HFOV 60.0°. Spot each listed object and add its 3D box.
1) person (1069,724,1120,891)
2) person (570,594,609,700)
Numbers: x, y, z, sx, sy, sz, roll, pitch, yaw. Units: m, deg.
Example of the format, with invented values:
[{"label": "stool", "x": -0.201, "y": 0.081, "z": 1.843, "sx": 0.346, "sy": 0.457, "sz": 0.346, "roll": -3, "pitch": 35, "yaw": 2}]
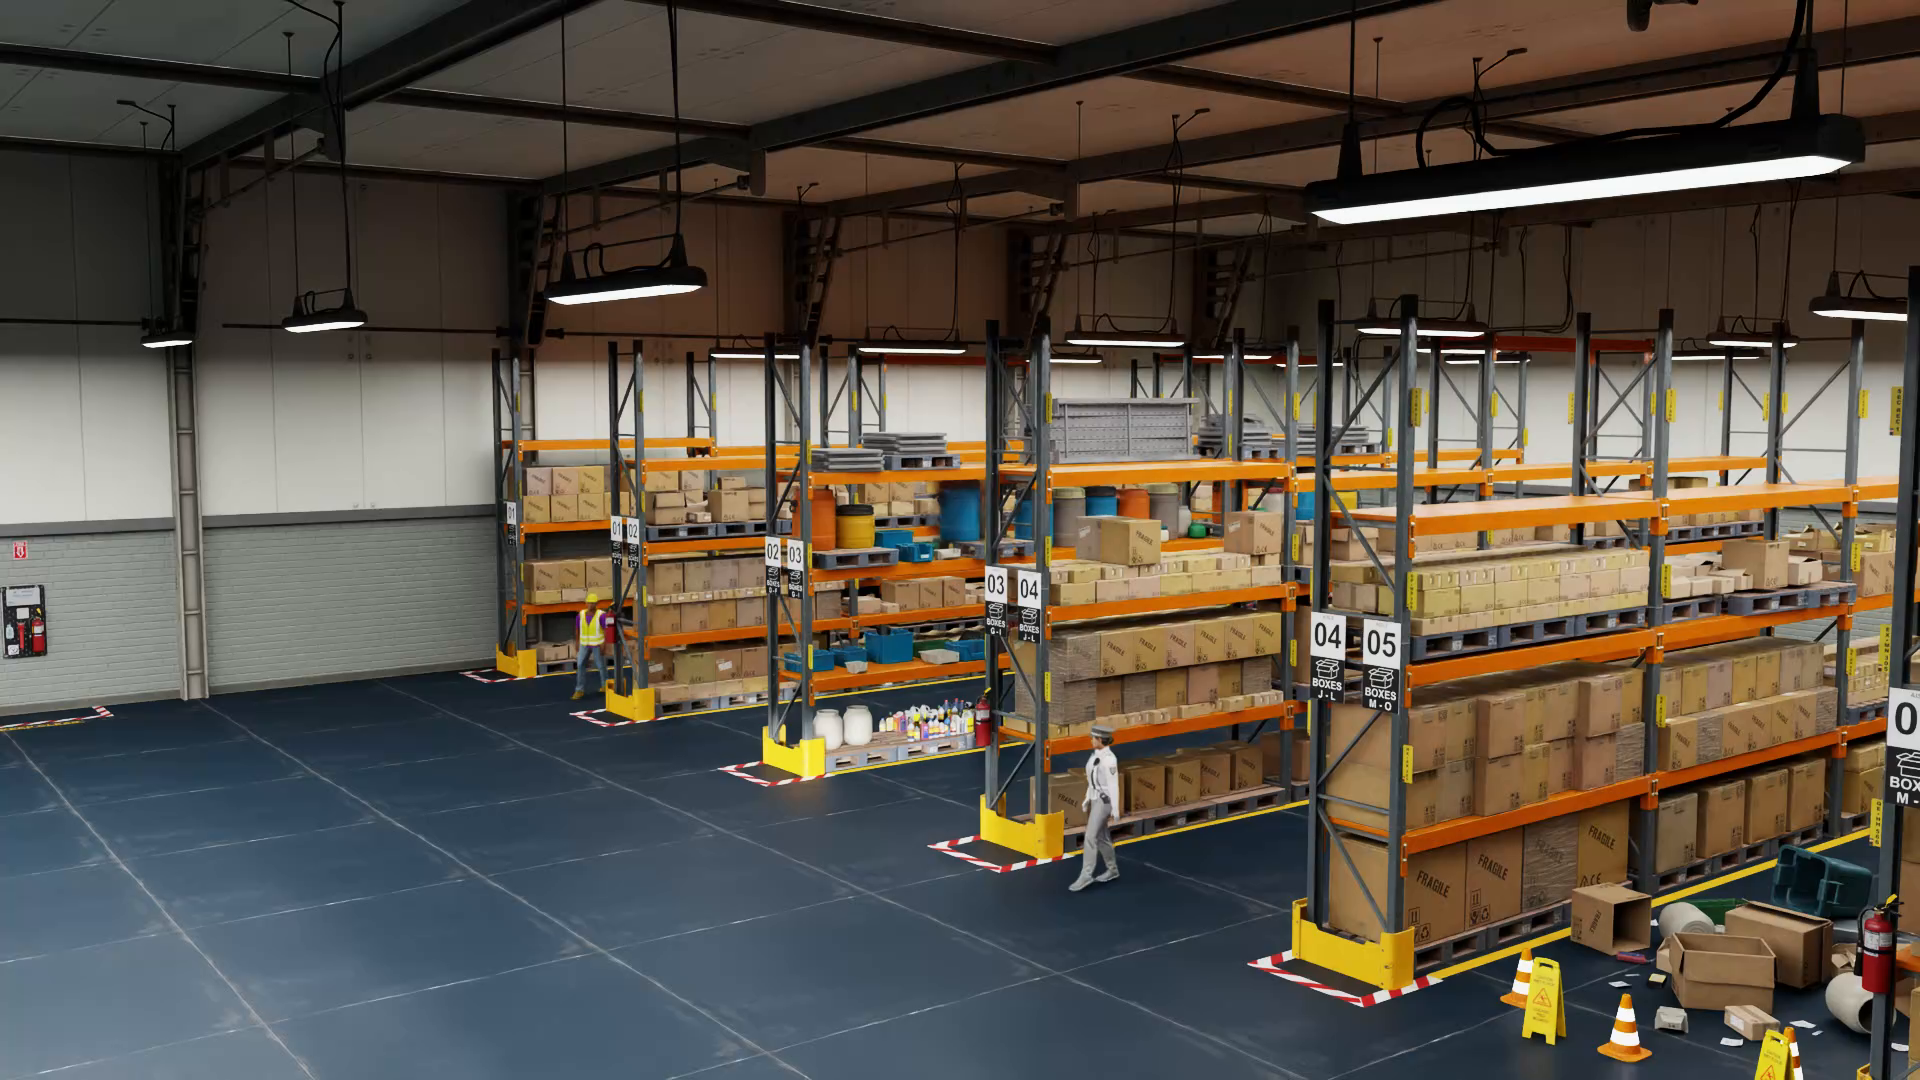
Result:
[{"label": "person", "x": 1.404, "y": 2.794, "z": 17.563, "sx": 0.622, "sy": 1.671, "sz": 0.590, "roll": -1, "pitch": 5, "yaw": -9}, {"label": "person", "x": -6.288, "y": 1.813, "z": 28.377, "sx": 0.651, "sy": 1.784, "sz": 0.860, "roll": 2, "pitch": 5, "yaw": 19}]
